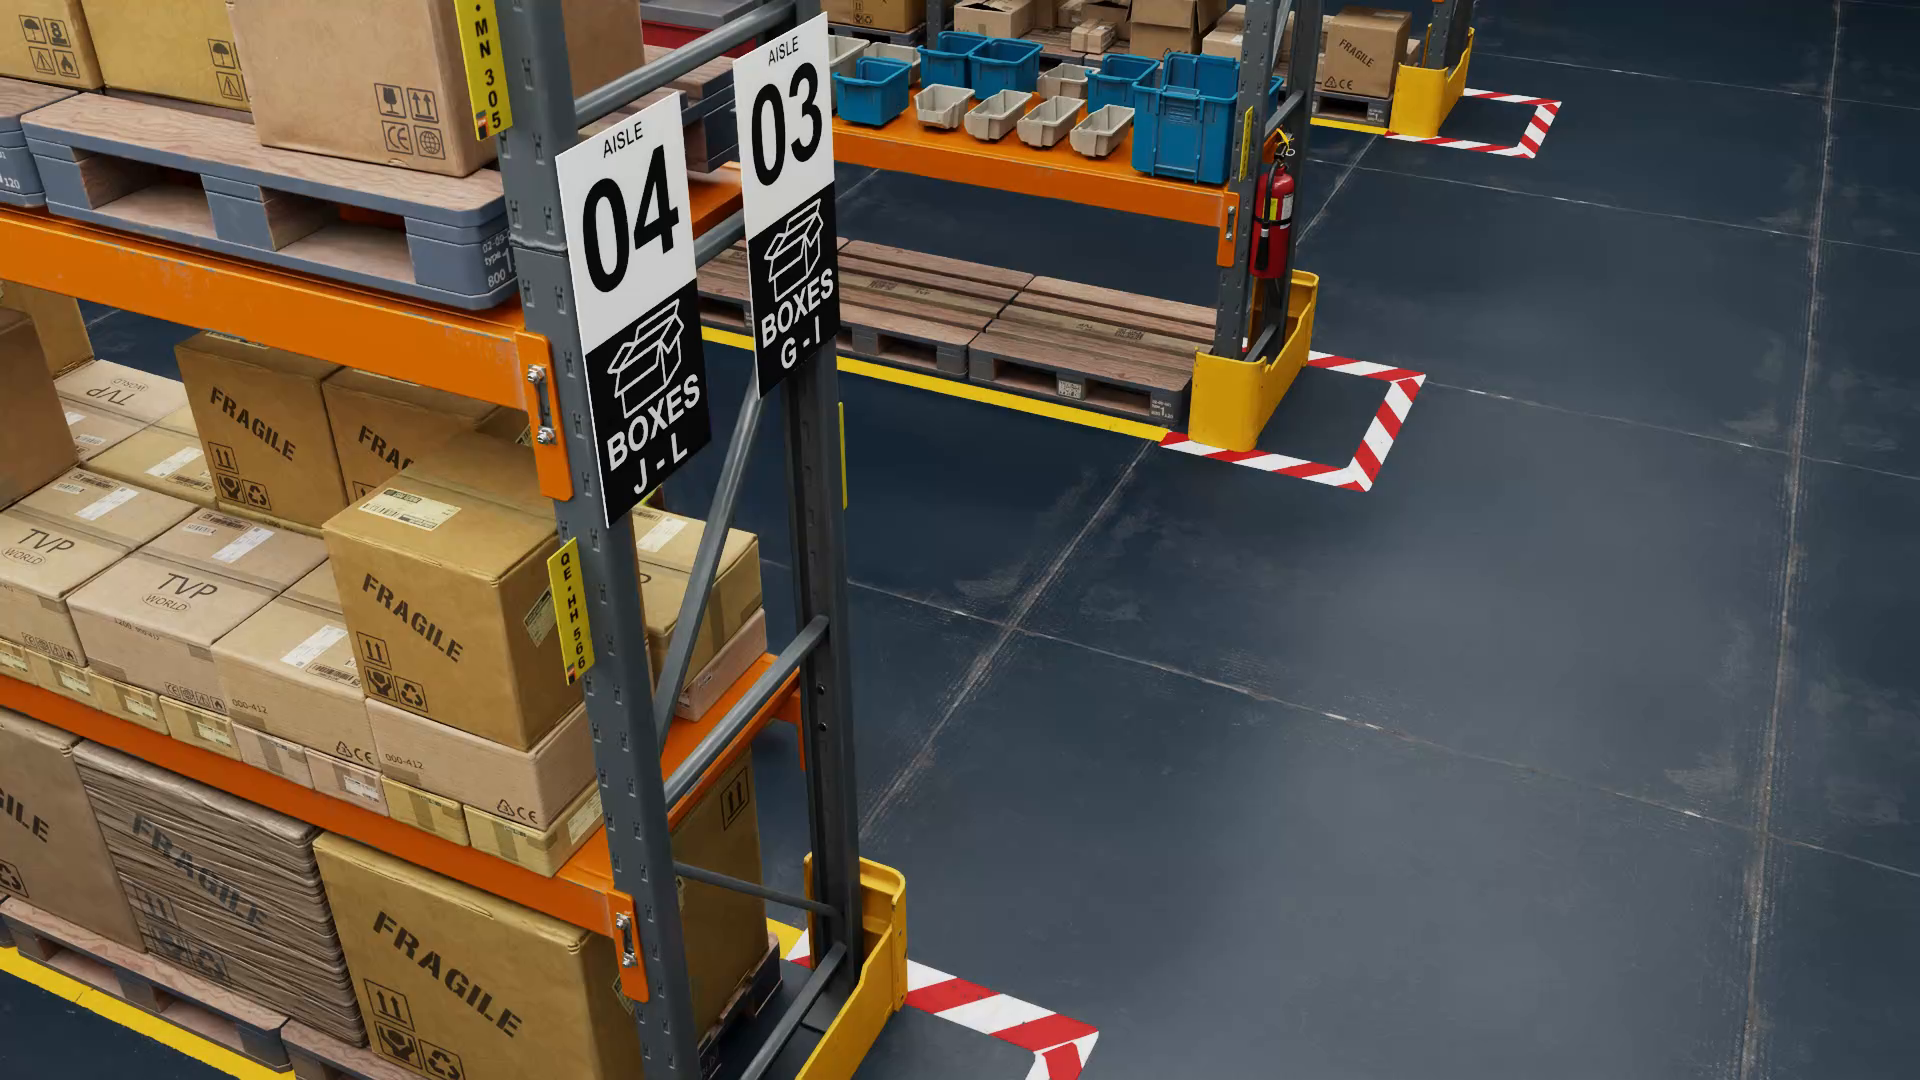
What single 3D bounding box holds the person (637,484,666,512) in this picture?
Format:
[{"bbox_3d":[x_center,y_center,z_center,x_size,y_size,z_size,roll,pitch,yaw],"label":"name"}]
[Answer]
[{"bbox_3d":[-1.313,-0.122,6.319,0.948,1.734,0.574,16,37,23],"label":"person"}]
